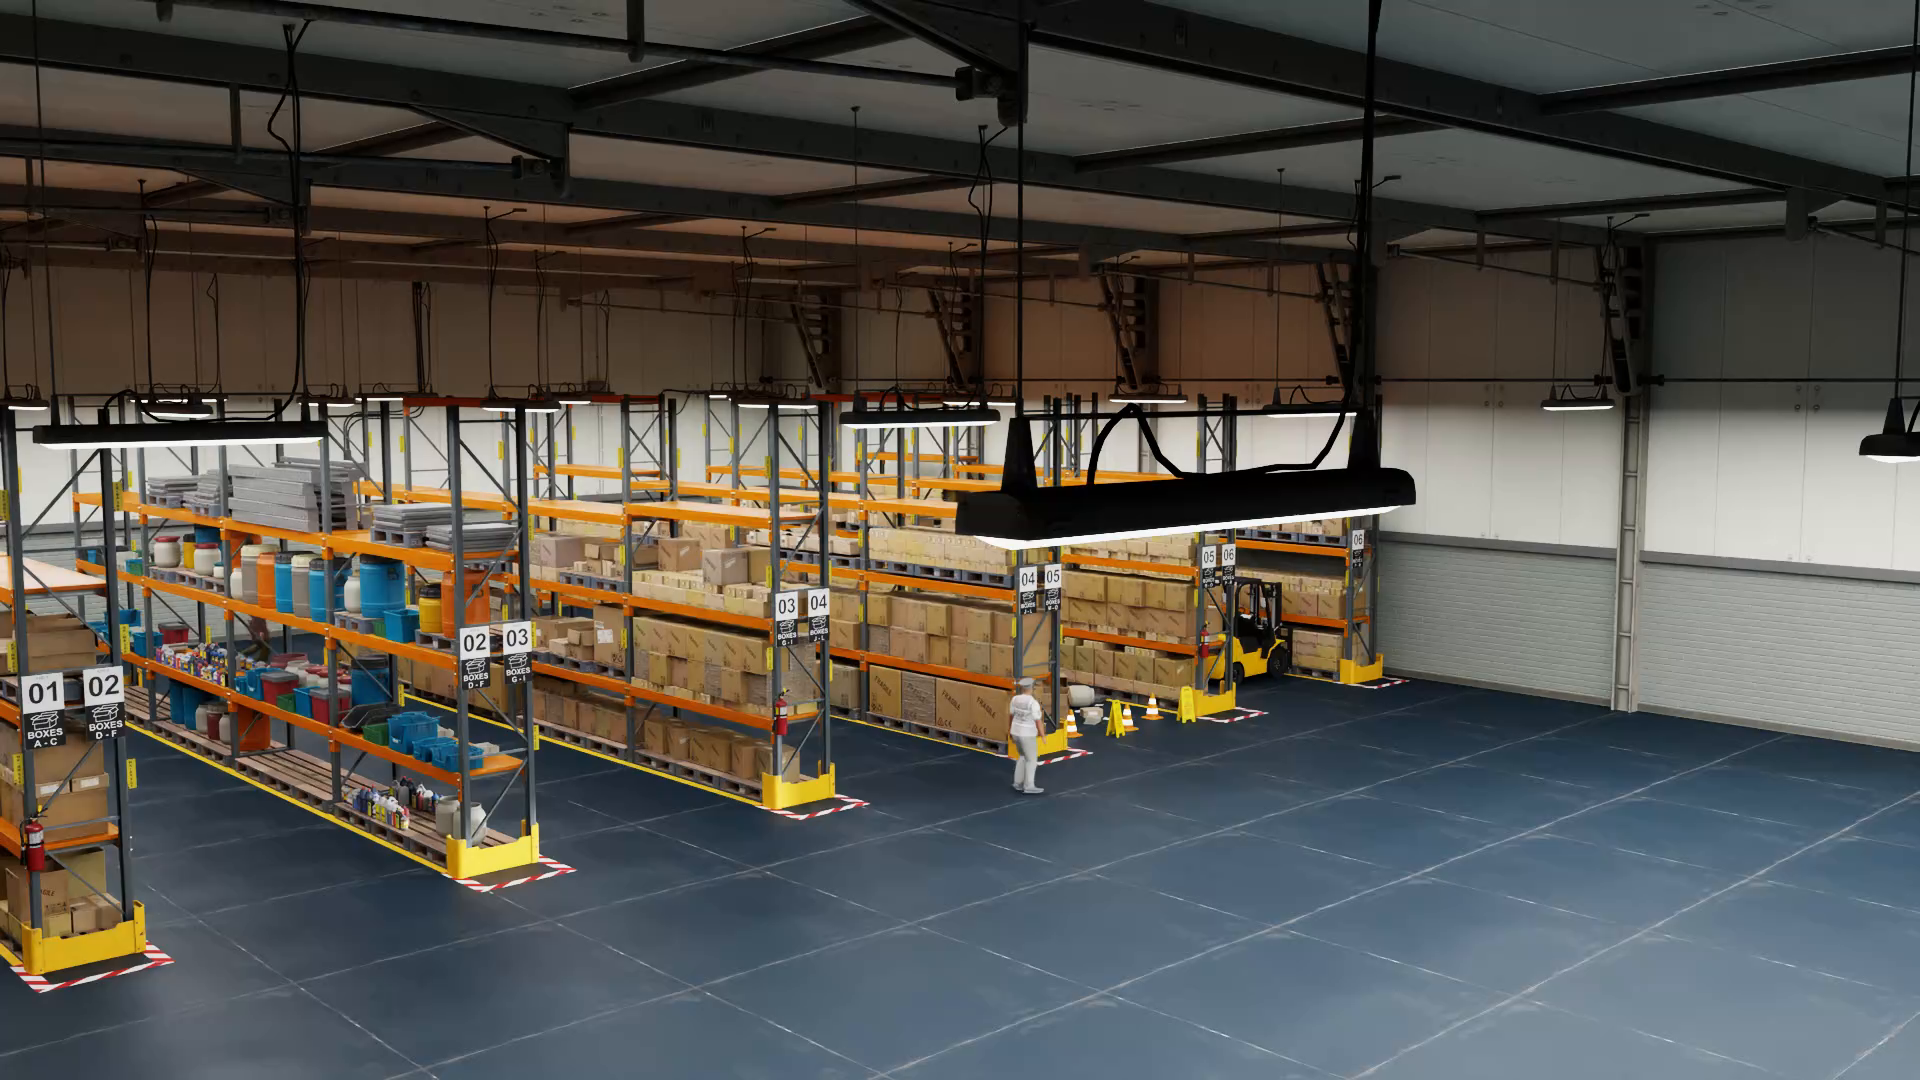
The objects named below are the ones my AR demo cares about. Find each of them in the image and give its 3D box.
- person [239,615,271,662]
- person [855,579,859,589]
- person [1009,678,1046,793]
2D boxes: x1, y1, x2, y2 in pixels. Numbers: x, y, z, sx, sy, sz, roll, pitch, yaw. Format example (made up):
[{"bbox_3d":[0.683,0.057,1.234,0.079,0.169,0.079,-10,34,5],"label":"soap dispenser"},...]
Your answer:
[{"bbox_3d":[-15.299,1.952,36.093,0.698,1.744,0.604,-5,8,-45],"label":"person"},{"bbox_3d":[-2.151,1.651,36.678,0.499,1.678,0.399,2,6,19],"label":"person"},{"bbox_3d":[1.034,3.024,25.493,0.450,1.830,0.580,-4,7,-34],"label":"person"}]
